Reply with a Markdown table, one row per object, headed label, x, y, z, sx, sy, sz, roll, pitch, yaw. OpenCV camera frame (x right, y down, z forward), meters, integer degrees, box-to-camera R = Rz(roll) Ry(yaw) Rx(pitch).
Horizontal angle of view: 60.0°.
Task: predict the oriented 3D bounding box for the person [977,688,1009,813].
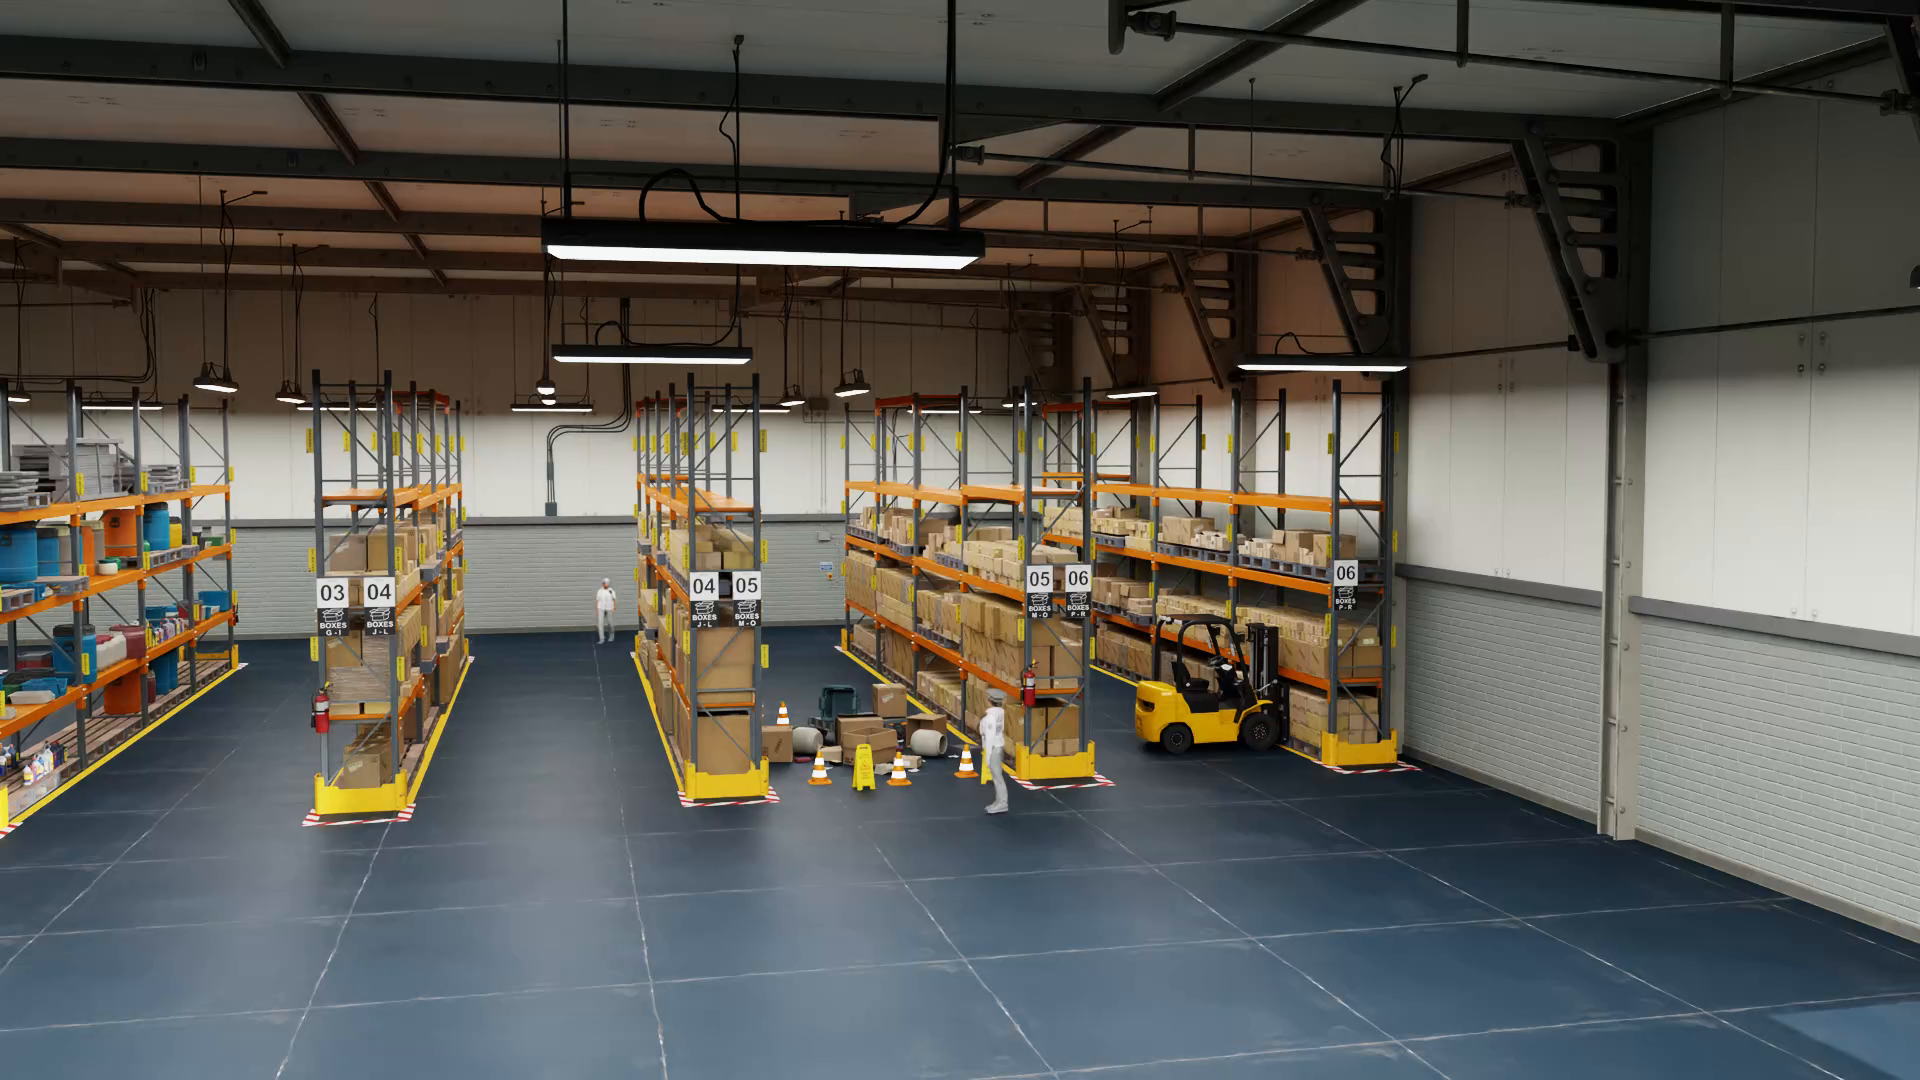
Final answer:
| label | x | y | z | sx | sy | sz | roll | pitch | yaw |
| --- | --- | --- | --- | --- | --- | --- | --- | --- | --- |
| person | 0.446 | 2.854 | 22.580 | 0.427 | 1.708 | 0.521 | 0 | 3 | 0 |

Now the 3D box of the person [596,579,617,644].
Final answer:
| label | x | y | z | sx | sy | sz | roll | pitch | yaw |
| --- | --- | --- | --- | --- | --- | --- | --- | --- | --- |
| person | -8.947 | 1.787 | 41.998 | 0.506 | 1.605 | 0.673 | 0 | 3 | -8 |
